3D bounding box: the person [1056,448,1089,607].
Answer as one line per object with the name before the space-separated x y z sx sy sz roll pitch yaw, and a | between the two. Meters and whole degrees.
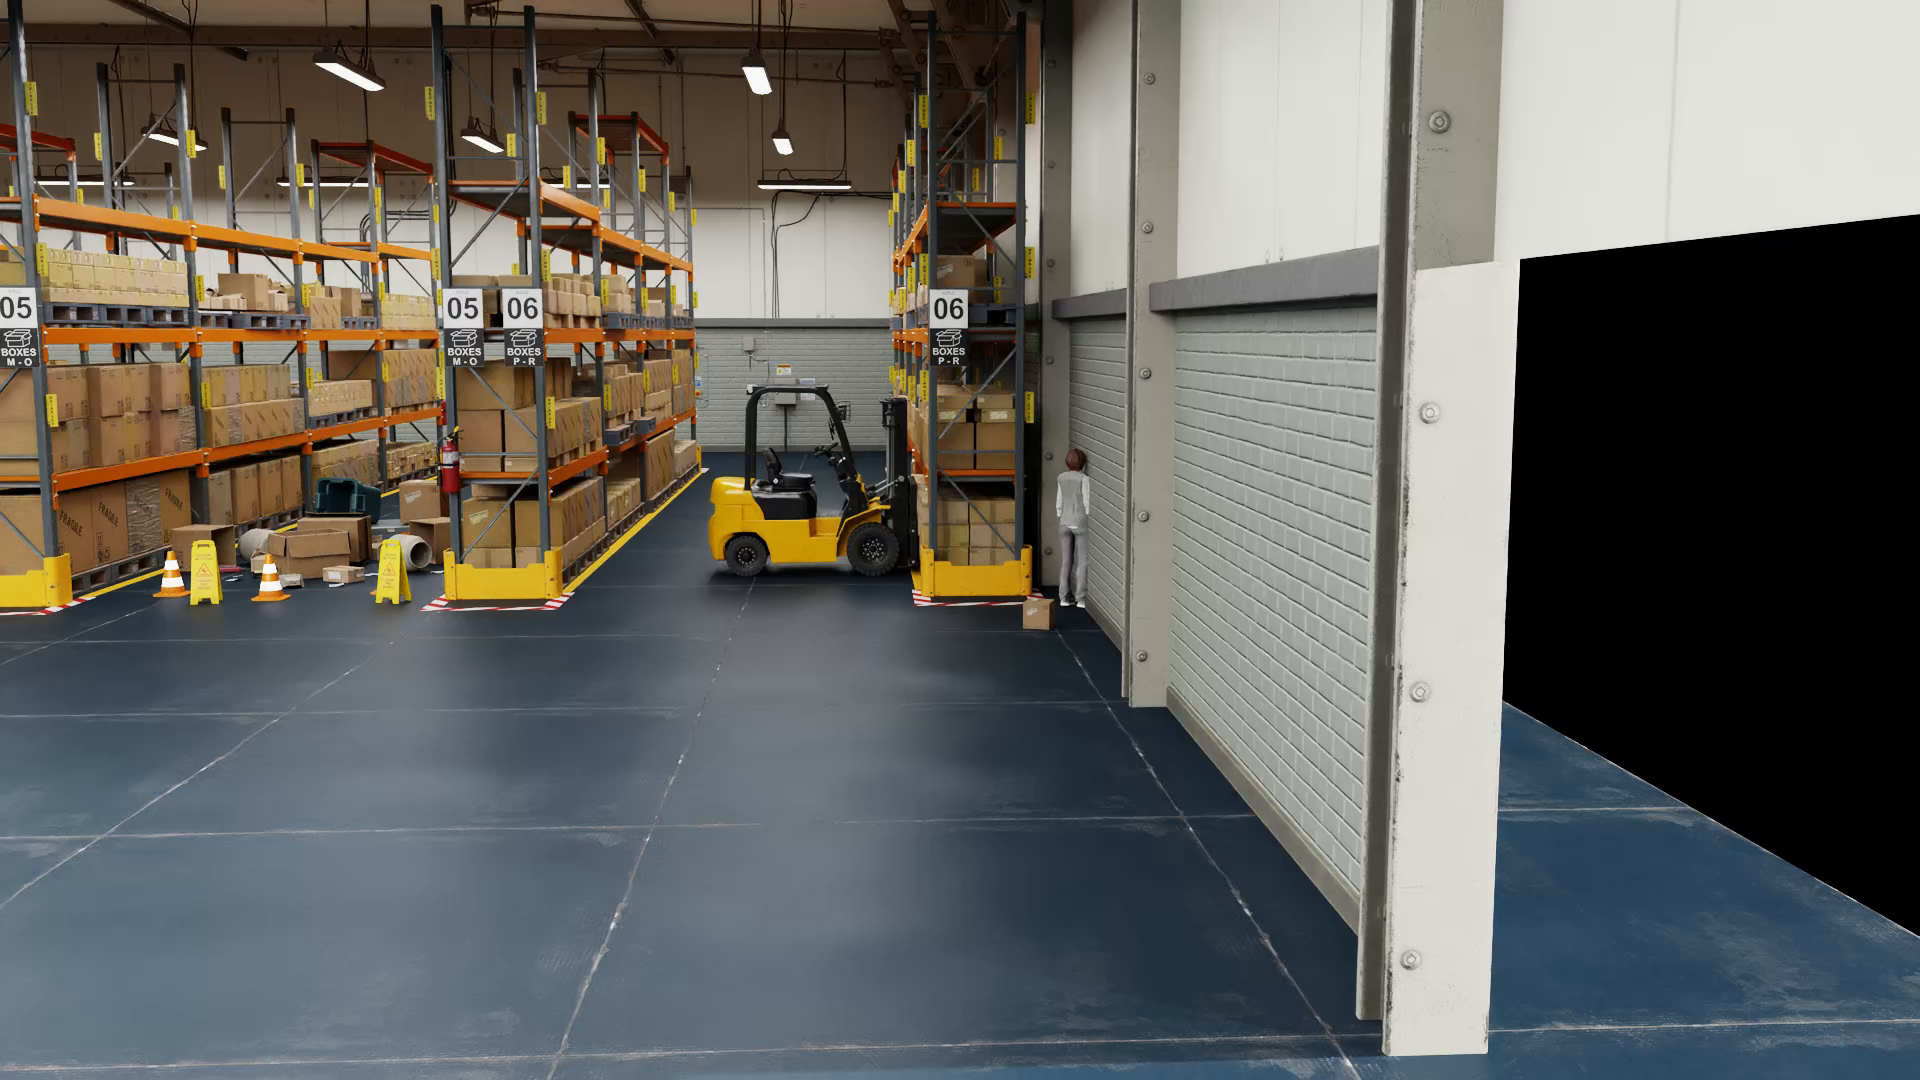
person | 1.168 -0.121 16.750 0.408 1.604 0.306 5 9 35
